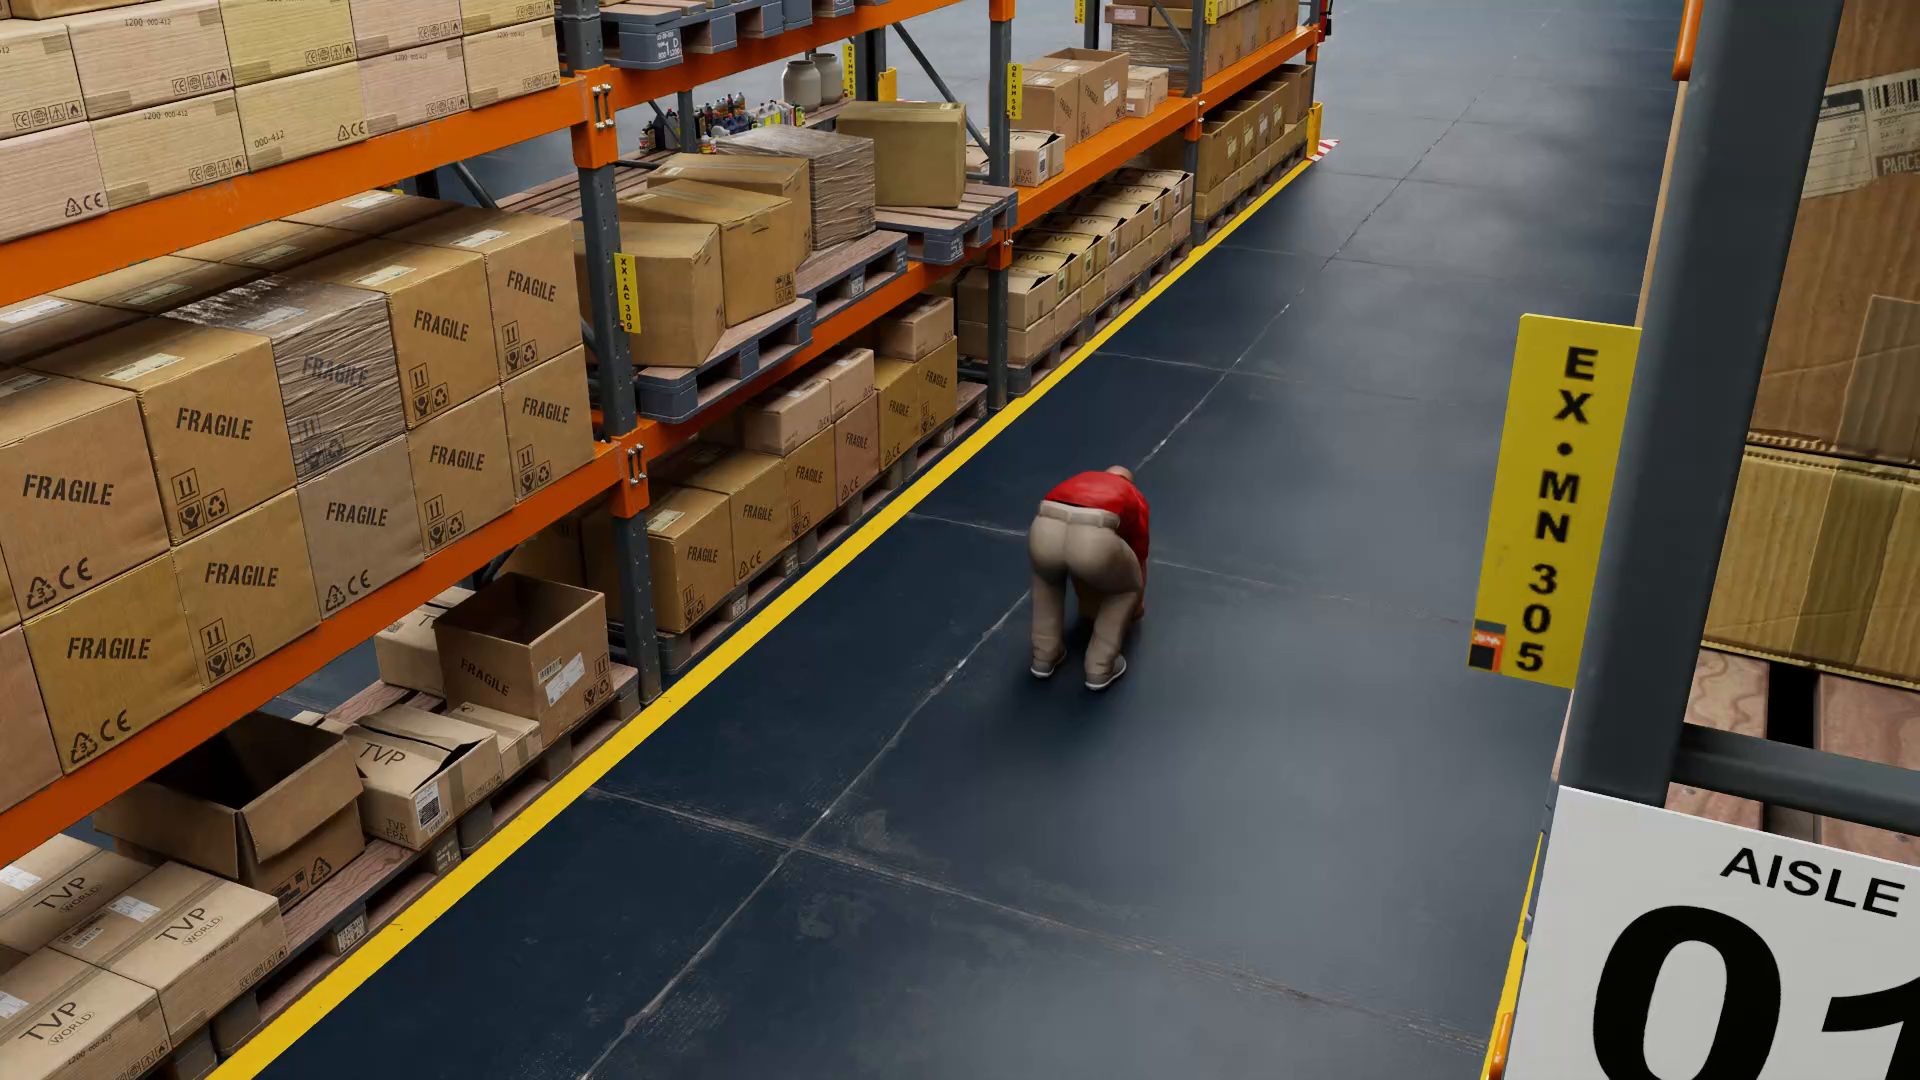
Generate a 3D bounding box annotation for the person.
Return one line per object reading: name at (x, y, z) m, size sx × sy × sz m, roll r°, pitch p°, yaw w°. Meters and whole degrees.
person at (0.619, 0.113, 7.782) m, size 0.532 × 0.957 × 0.957 m, roll 10°, pitch 28°, yaw 19°
